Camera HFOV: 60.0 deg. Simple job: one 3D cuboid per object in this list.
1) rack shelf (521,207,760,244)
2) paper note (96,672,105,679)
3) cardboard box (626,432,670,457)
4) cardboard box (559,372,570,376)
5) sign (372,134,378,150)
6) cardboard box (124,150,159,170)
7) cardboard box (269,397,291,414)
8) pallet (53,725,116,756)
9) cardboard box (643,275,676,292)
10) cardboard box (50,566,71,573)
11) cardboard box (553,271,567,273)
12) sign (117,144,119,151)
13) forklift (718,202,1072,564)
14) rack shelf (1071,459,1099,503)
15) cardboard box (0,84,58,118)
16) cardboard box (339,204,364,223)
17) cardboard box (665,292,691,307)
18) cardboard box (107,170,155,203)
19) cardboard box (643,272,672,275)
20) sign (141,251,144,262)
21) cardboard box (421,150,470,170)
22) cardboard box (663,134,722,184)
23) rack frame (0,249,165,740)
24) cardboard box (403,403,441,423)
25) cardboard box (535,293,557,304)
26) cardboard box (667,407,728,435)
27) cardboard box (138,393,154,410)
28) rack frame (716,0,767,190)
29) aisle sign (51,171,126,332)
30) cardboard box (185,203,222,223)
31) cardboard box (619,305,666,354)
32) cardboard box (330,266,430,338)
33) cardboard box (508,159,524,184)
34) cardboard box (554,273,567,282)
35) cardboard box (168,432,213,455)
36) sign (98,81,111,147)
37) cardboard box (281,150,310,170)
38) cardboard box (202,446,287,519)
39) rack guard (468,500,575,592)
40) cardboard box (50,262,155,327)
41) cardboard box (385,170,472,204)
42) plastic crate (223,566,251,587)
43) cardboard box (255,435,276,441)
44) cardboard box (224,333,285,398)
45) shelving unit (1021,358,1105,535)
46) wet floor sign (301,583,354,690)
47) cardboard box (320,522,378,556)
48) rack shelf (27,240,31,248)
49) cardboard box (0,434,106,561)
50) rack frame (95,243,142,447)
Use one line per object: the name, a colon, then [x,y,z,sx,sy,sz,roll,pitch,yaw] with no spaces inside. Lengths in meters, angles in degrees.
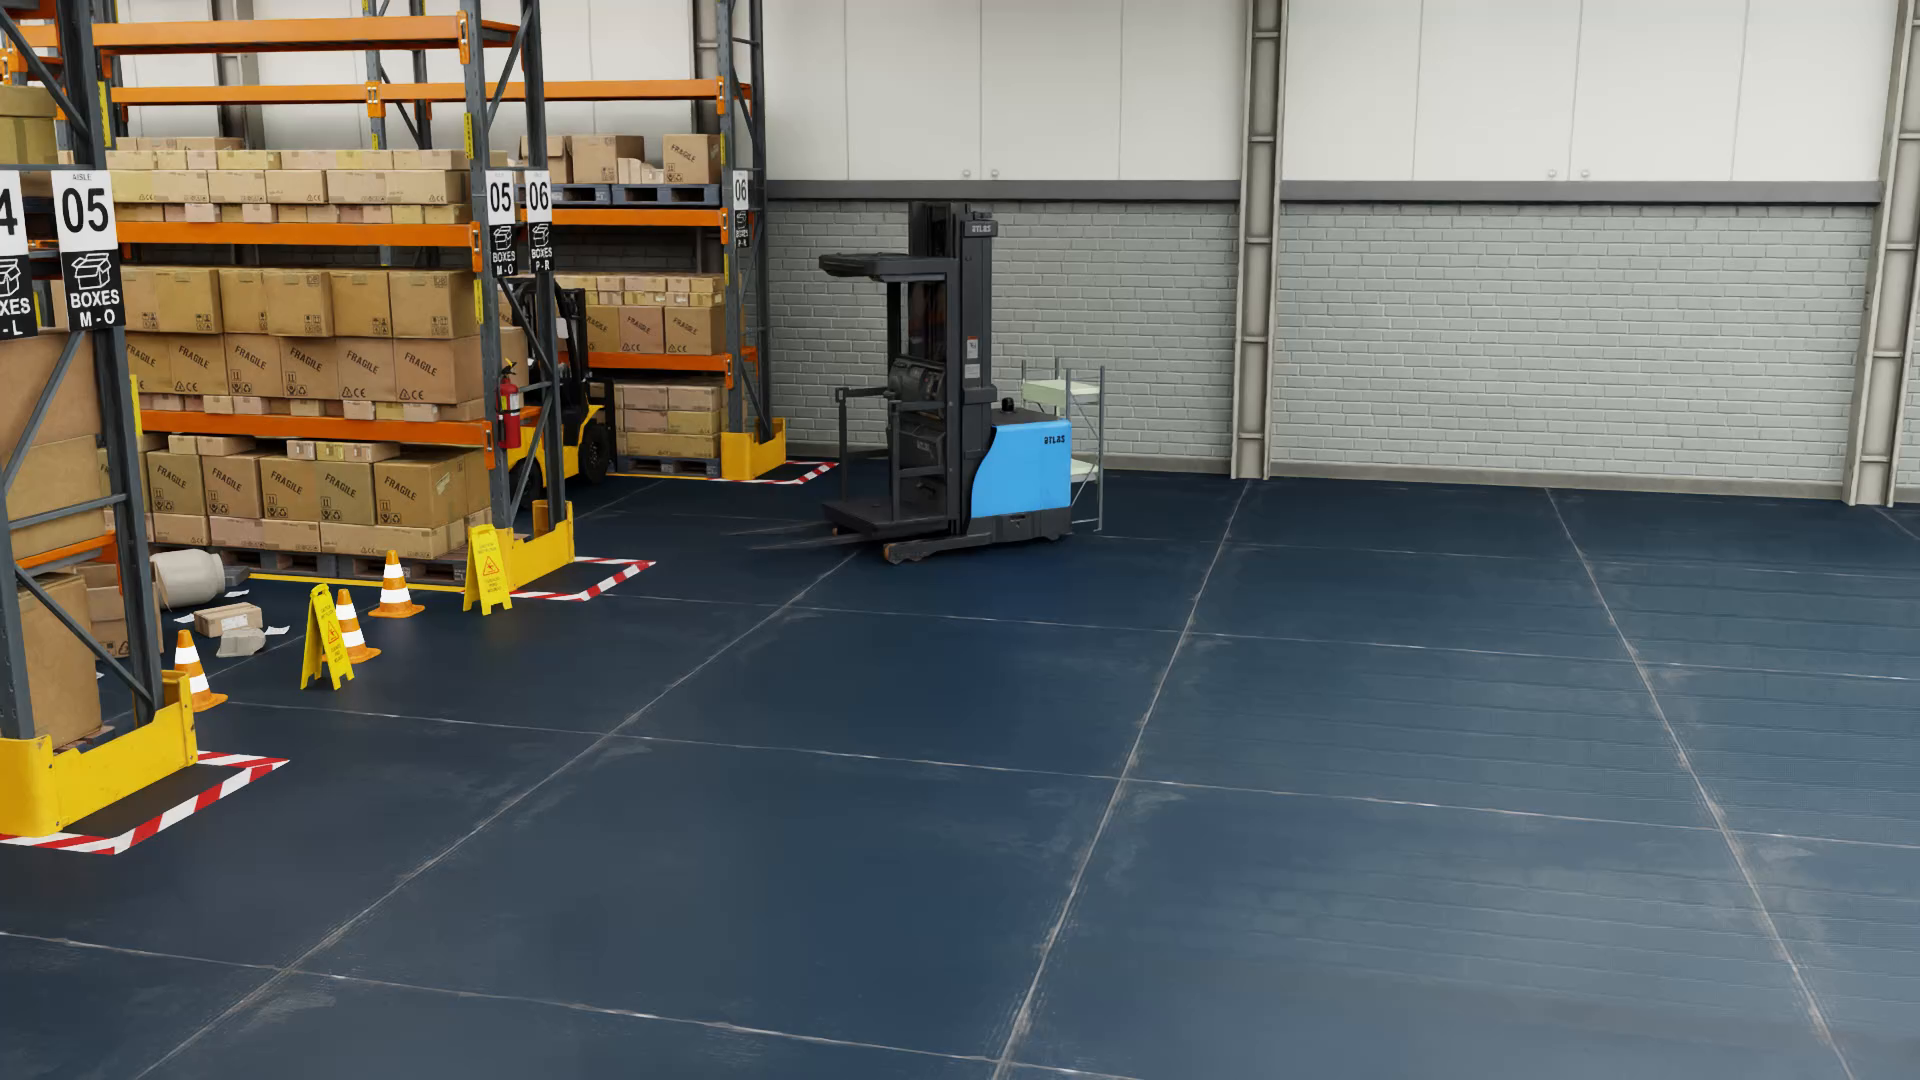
rack shelf: [-4.206,-3.442,18.056,4.000,0.370,1.077,3,13,14]
paper note: [-5.613,0.880,10.703,0.142,0.017,0.144,8,15,33]
cardboard box: [-3.277,-1.073,18.024,0.500,0.250,0.500,3,13,14]
cardboard box: [-4.640,-1.746,18.748,0.500,0.250,0.500,3,13,14]
sign: [-6.268,-4.188,17.840,0.005,0.325,0.100,3,13,14]
cardboard box: [-6.344,-2.992,13.108,0.250,0.149,0.380,3,13,13]
cardboard box: [-5.344,-1.116,13.418,0.250,0.149,0.380,3,13,14]
pallet: [-5.333,1.202,8.830,1.213,0.211,1.003,3,13,14]
cardboard box: [-3.170,-2.724,17.670,0.250,0.149,0.380,3,13,15]
cardboard box: [-6.672,0.366,11.608,0.503,0.637,0.797,3,13,14]
cardboard box: [-4.530,-2.917,18.539,0.250,0.149,0.380,3,13,13]
sign: [-7.211,-3.220,14.201,0.005,0.325,0.100,3,13,14]
forklift: [-0.548,-1.364,14.113,3.031,2.935,1.130,-7,14,-29]
rack shelf: [0.929,-0.553,15.270,0.431,0.370,0.720,-7,14,-29]
cardboard box: [-4.786,-2.204,8.354,0.250,0.149,0.380,3,13,14]
cardboard box: [-4.593,-2.536,12.895,0.250,0.149,0.380,3,13,14]
cardboard box: [-2.923,-2.556,17.602,0.250,0.149,0.380,3,13,14]
cardboard box: [-6.469,-2.819,13.250,0.500,0.250,0.500,3,13,13]
cardboard box: [-3.282,-2.845,18.217,0.250,0.149,0.380,3,13,14]
sign: [-9.902,-3.322,20.108,0.005,0.325,0.100,3,13,14]
cardboard box: [-3.849,-2.867,12.545,0.250,0.149,0.380,3,13,14]
cardboard box: [-2.753,-3.963,17.316,0.500,0.500,0.500,3,13,15]
rack frame: [-4.538,-0.134,8.415,0.127,3.000,1.000,3,13,14]
cardboard box: [-4.137,-1.022,12.996,0.250,0.149,0.380,3,13,13]
cardboard box: [-4.405,-2.641,17.986,0.250,0.149,0.380,3,13,12]
cardboard box: [-2.812,-1.291,17.851,0.500,0.250,0.500,3,13,13]
cardboard box: [-6.582,-1.172,13.672,0.250,0.149,0.380,3,13,13]
rack frame: [-2.264,-5.153,17.186,0.127,3.000,1.000,3,13,14]
aisle sign: [-4.397,-1.463,8.401,0.004,0.787,0.394,3,13,14]
cardboard box: [-5.859,-2.577,13.078,0.250,0.149,0.380,3,13,12]
cardboard box: [-3.307,-2.273,17.821,0.500,0.500,0.500,3,13,15]
cardboard box: [-4.488,-1.871,13.017,0.500,0.500,0.700,3,13,14]
cardboard box: [-4.780,-3.944,17.770,0.258,0.266,0.396,3,13,12]
cardboard box: [-4.394,-2.805,18.034,0.250,0.149,0.380,3,13,14]
cardboard box: [-6.219,-0.801,13.568,0.250,0.149,0.380,4,13,16]
sign: [-4.399,-2.181,8.511,0.005,0.325,0.100,3,13,14]
cardboard box: [-5.060,-2.955,12.942,0.250,0.149,0.380,3,13,12]
cardboard box: [-5.800,-0.477,13.606,0.500,0.500,0.500,4,13,16]
rack guard: [-3.524,0.036,13.418,0.348,0.500,1.175,3,13,14]
cardboard box: [-6.958,-2.002,13.606,0.500,0.500,0.700,3,13,13]
cardboard box: [-4.011,-2.687,12.653,0.500,0.250,0.500,3,13,13]
plastic crate: [-6.006,0.291,13.237,0.583,0.080,0.402,-1,13,-6]
cardboard box: [-6.201,-0.617,14.235,0.500,0.500,0.500,3,13,15]
cardboard box: [-5.500,-1.429,13.331,0.500,0.500,0.500,3,13,14]
shelving unit: [0.929,-0.872,15.199,0.431,1.500,0.755,-7,14,-29]
wet floor sign: [-4.035,0.600,10.540,0.232,0.644,0.267,1,13,4]
cardboard box: [-4.800,-0.057,13.445,0.500,0.250,0.500,3,13,14]
rack shelf: [-9.275,-2.605,14.286,4.000,0.370,1.077,3,13,14]
cardboard box: [-4.909,-0.217,8.442,0.550,0.550,0.875,3,13,14]
rack frame: [-10.031,-2.640,19.707,0.127,3.000,1.000,3,13,14]
